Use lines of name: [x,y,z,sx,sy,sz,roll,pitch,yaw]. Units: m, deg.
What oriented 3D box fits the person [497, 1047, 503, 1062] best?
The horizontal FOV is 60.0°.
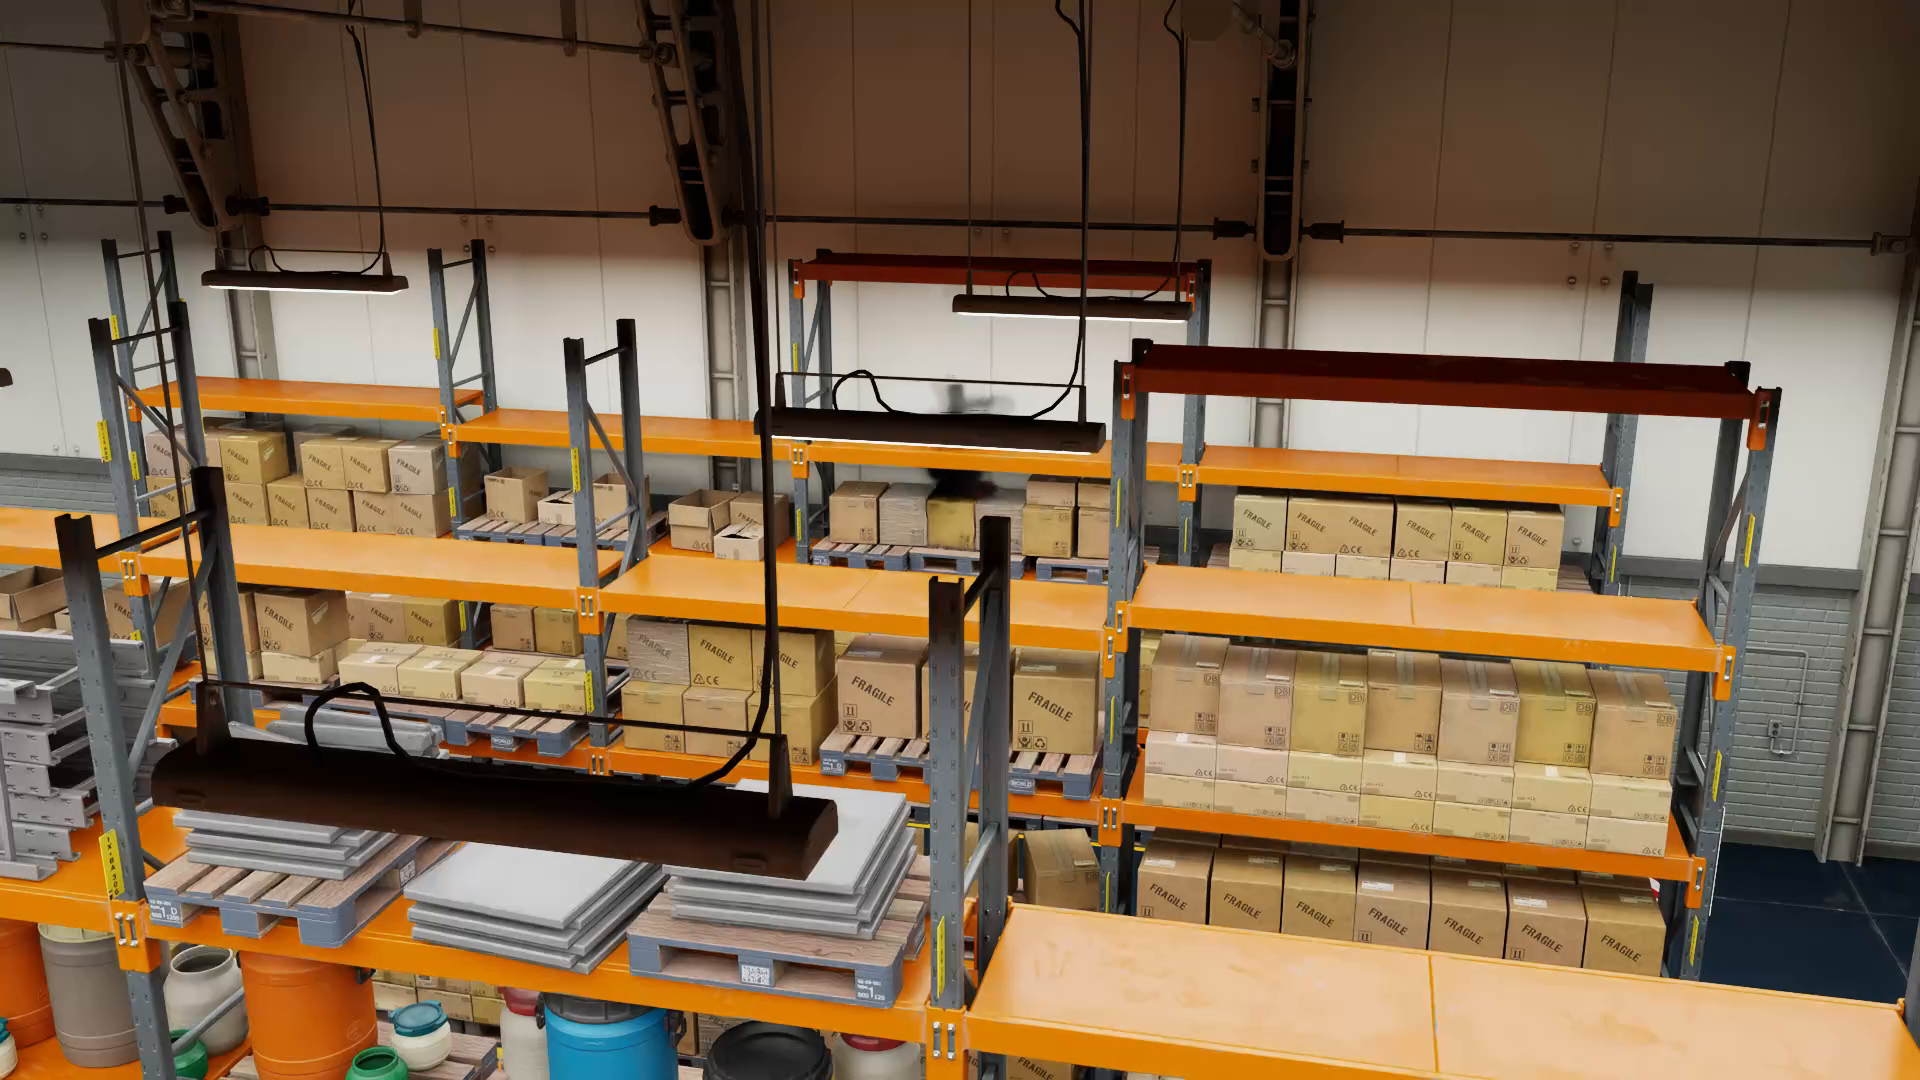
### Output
person: [-2.877,4.175,10.923,0.847,1.844,0.664,3,17,11]
